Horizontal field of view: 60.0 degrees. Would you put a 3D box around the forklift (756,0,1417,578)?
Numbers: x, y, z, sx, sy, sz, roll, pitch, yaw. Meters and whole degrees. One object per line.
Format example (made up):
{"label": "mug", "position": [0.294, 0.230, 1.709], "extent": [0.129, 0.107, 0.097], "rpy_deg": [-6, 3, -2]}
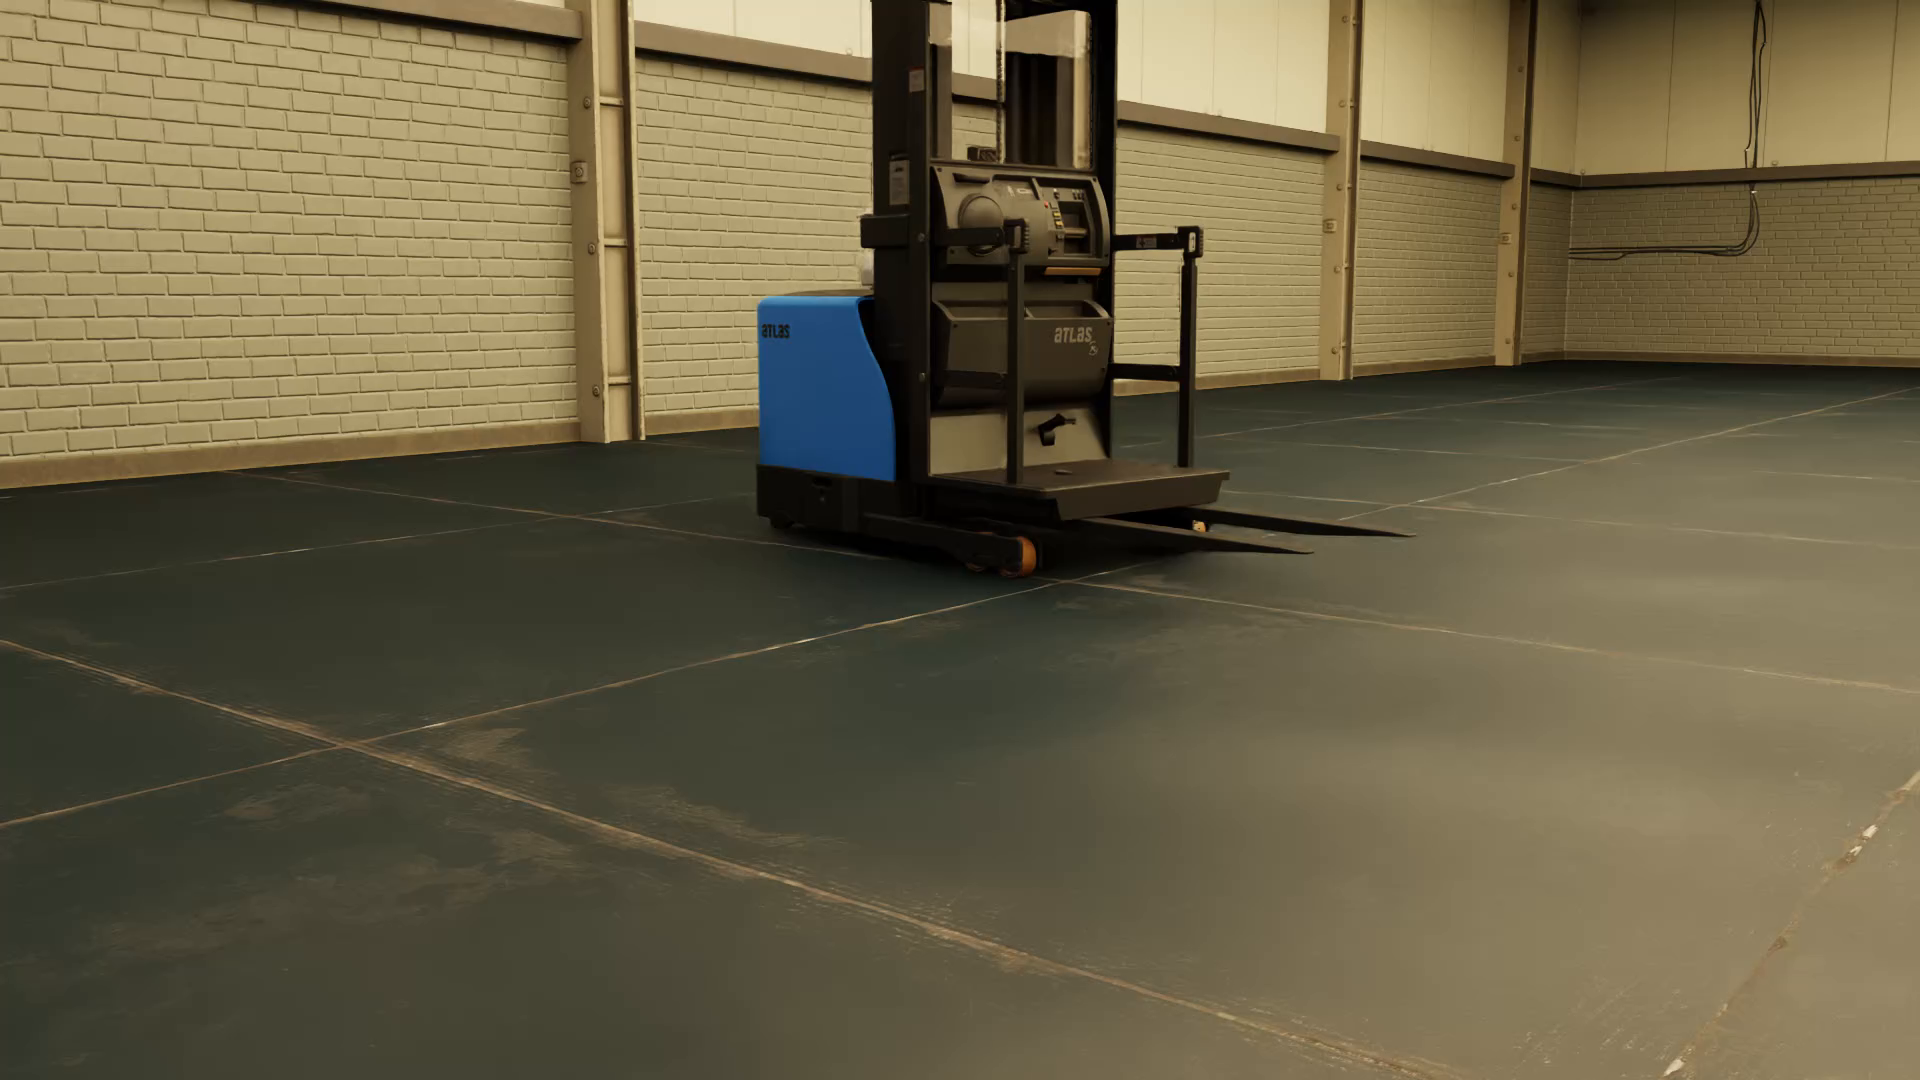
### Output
{"label": "forklift", "position": [0.406, -1.384, 6.741], "extent": [1.130, 2.935, 3.031], "rpy_deg": [-7, 11, -41]}

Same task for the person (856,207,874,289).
{"label": "person", "position": [-0.218, -0.967, 8.761], "extent": [0.857, 1.583, 0.694], "rpy_deg": [-7, 11, -41]}
